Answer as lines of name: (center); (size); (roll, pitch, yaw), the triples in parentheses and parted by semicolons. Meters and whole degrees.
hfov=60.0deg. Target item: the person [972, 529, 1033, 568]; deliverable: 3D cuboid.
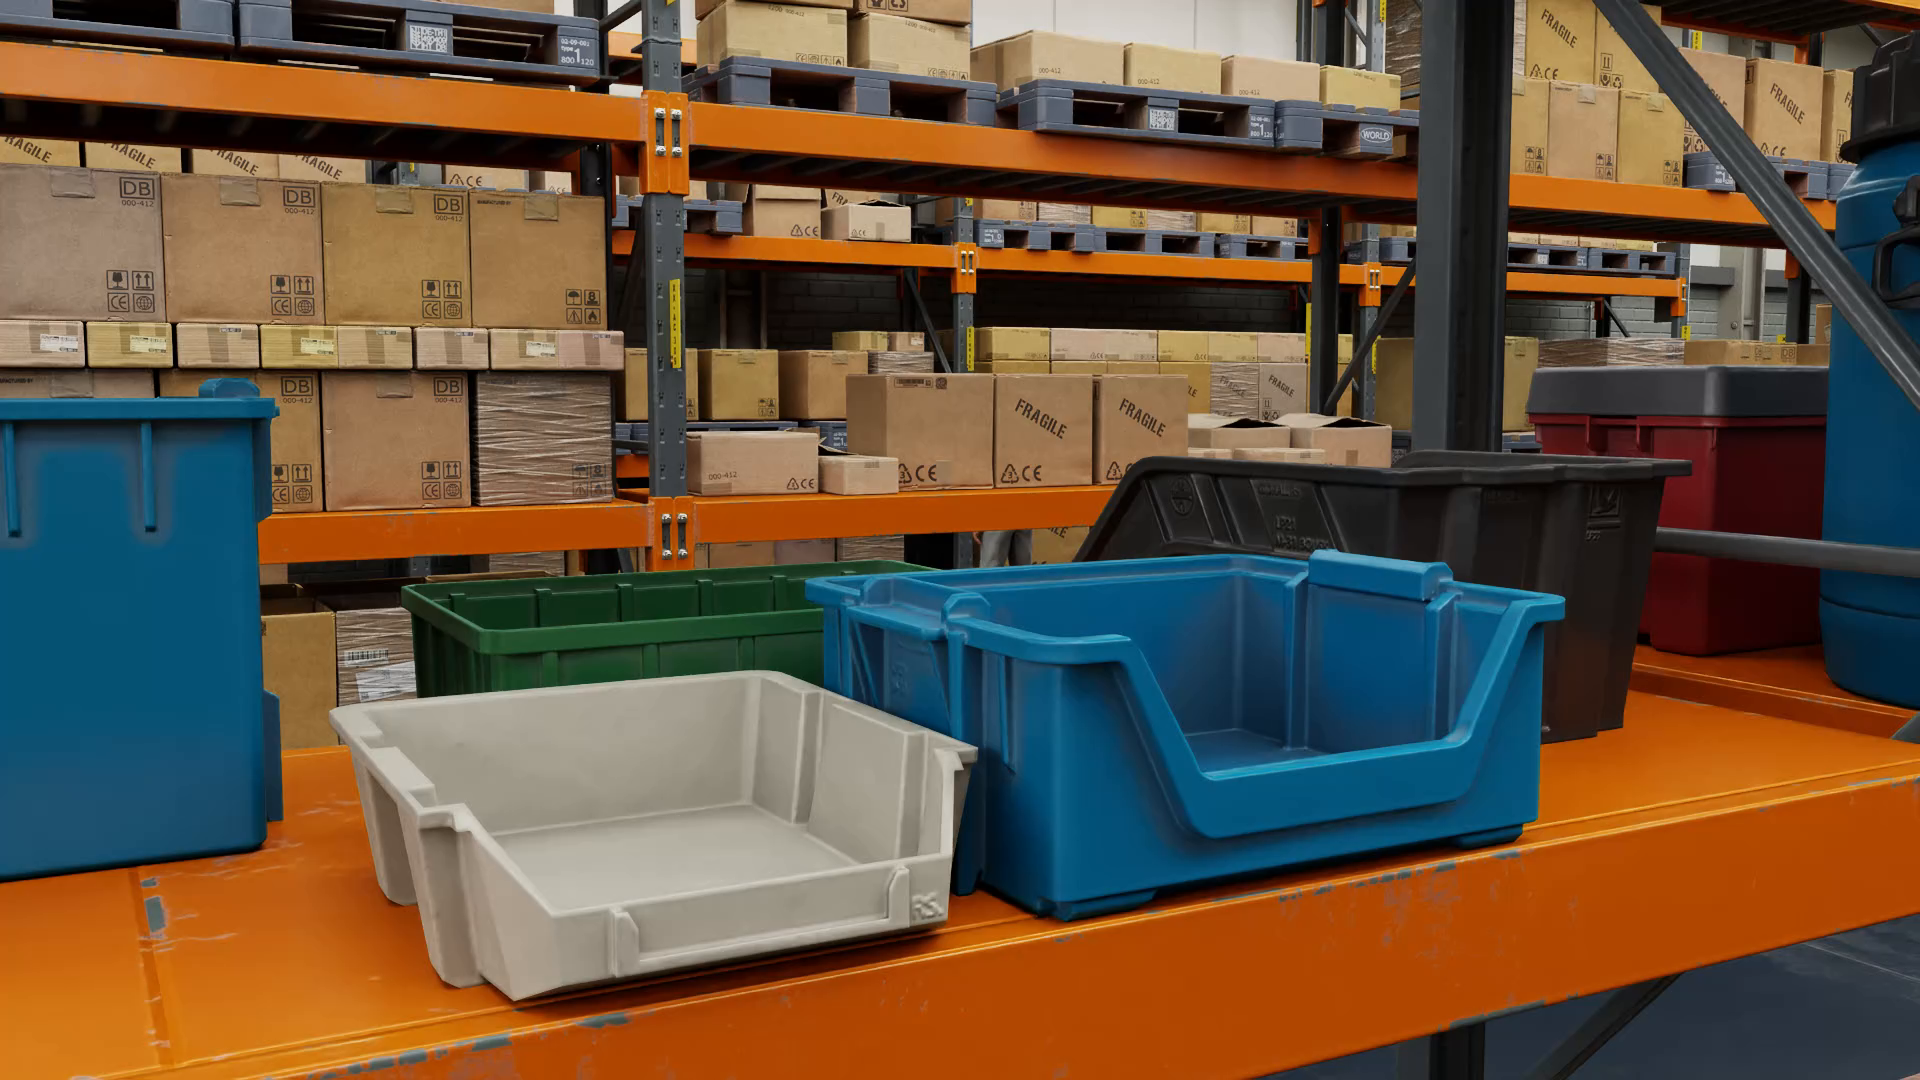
person: (0.307, -0.103, 11.125); (0.514, 1.672, 0.364); (-3, 6, -32)
